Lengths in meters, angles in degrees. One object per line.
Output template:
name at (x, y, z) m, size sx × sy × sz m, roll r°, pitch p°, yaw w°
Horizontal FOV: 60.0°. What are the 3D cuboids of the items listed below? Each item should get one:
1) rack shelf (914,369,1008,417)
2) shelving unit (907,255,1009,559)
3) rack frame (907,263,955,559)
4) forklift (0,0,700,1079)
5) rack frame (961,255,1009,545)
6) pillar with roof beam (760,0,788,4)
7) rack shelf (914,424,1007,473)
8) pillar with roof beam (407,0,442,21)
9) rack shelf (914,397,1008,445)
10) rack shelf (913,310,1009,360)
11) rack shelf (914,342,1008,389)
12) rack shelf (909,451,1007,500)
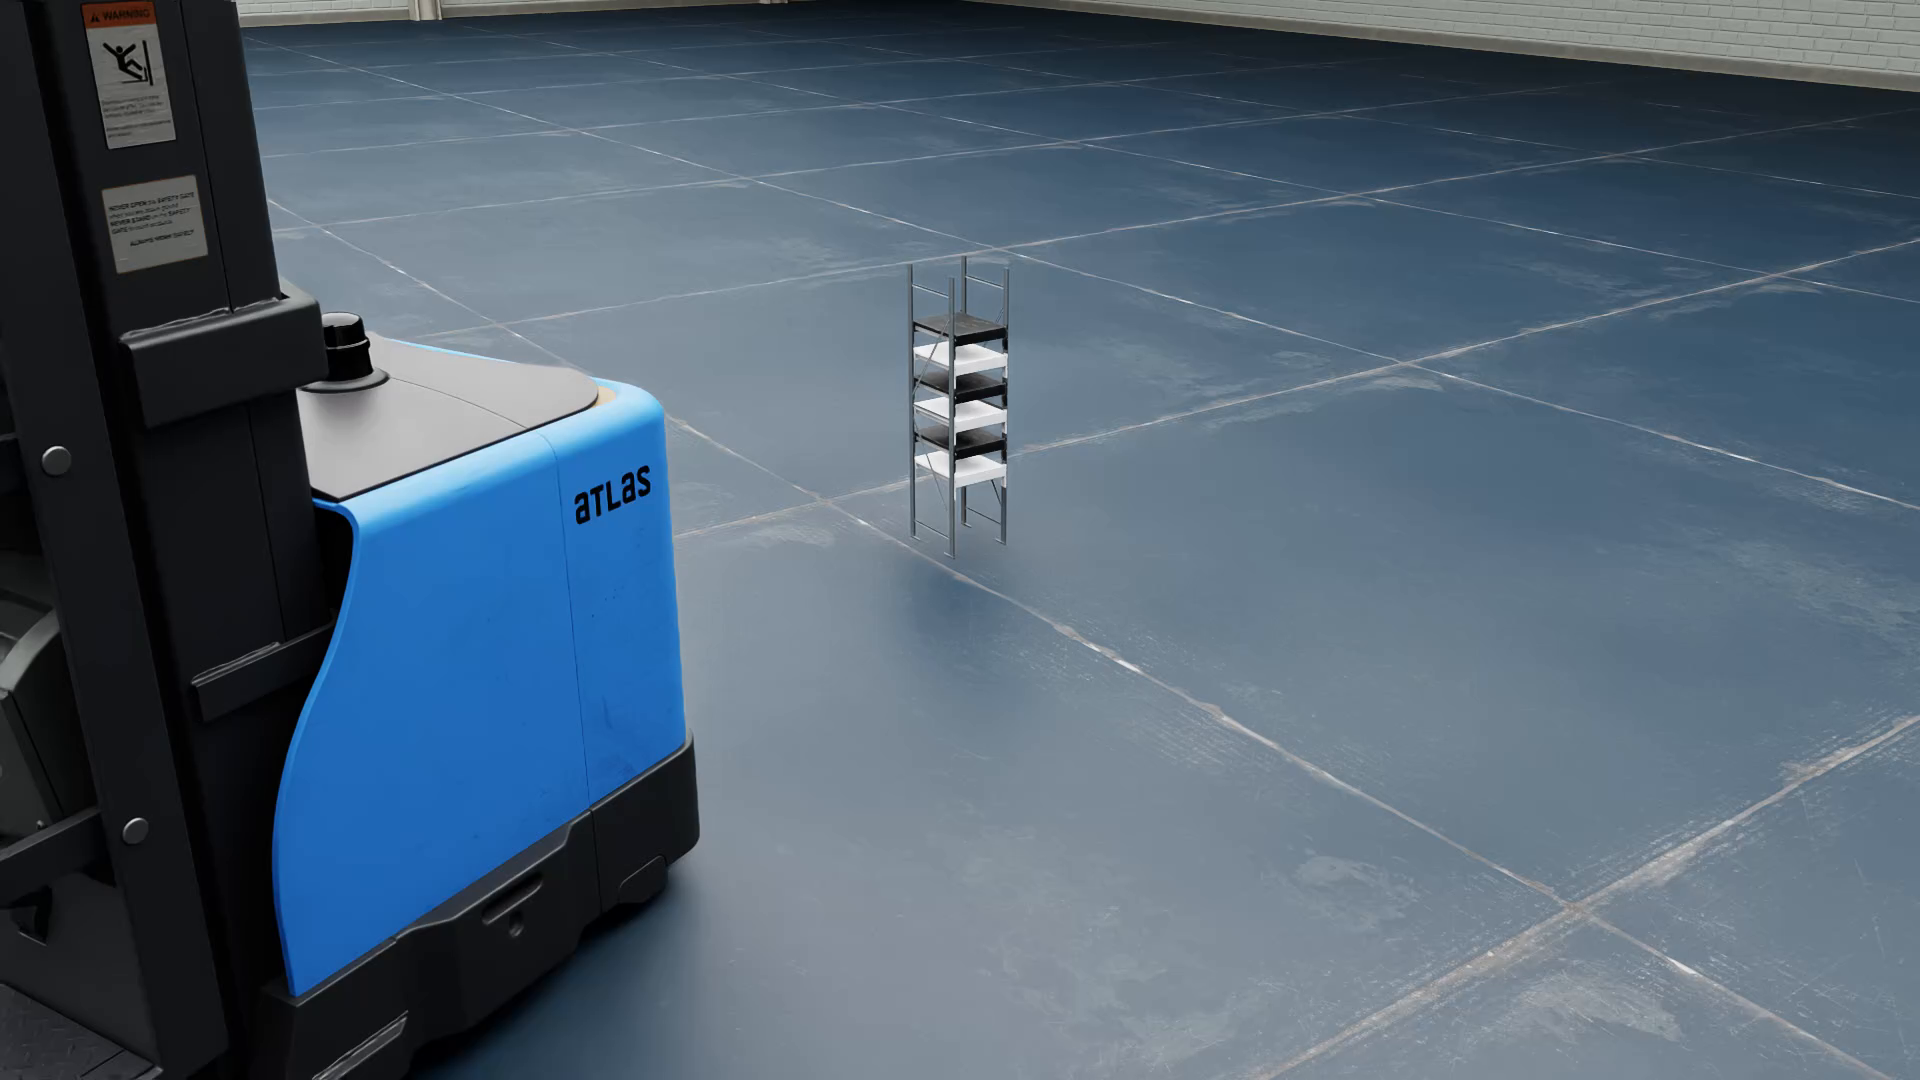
rack shelf at (-0.007, -0.469, 5.204) m, size 0.200 × 0.077 × 0.258 m, roll -15°, pitch 26°, yaw -33°
shelving unit at (-0.007, -0.416, 5.225) m, size 0.210 × 0.900 × 0.258 m, roll -15°, pitch 26°, yaw -33°
rack frame at (-0.089, -0.394, 5.170) m, size 0.006 × 0.900 × 0.240 m, roll -15°, pitch 26°, yaw -33°
forklift at (-1.746, -0.281, 2.147) m, size 1.130 × 2.935 × 3.031 m, roll 12°, pitch 25°, yaw 28°
rack frame at (0.076, -0.438, 5.280) m, size 0.006 × 0.900 × 0.240 m, roll -15°, pitch 26°, yaw -33°
pillar with roof beam at (-0.664, -12.029, 23.400) m, size 0.400 × 9.000 × 9.100 m, roll -15°, pitch 26°, yaw -33°
rack shelf at (-0.007, -0.302, 5.271) m, size 0.200 × 0.077 × 0.258 m, roll -15°, pitch 26°, yaw -33°
pillar with roof beam at (-5.535, -10.730, 20.145) m, size 0.400 × 9.000 × 9.100 m, roll -15°, pitch 26°, yaw -33°
rack shelf at (-0.007, -0.385, 5.238) m, size 0.200 × 0.077 × 0.258 m, roll -15°, pitch 26°, yaw -33°
rack shelf at (-0.007, -0.636, 5.137) m, size 0.200 × 0.077 × 0.258 m, roll -15°, pitch 26°, yaw -33°
rack shelf at (-0.007, -0.552, 5.171) m, size 0.200 × 0.077 × 0.258 m, roll -15°, pitch 26°, yaw -33°
rack shelf at (-0.007, -0.218, 5.304) m, size 0.200 × 0.077 × 0.258 m, roll -15°, pitch 26°, yaw -33°
